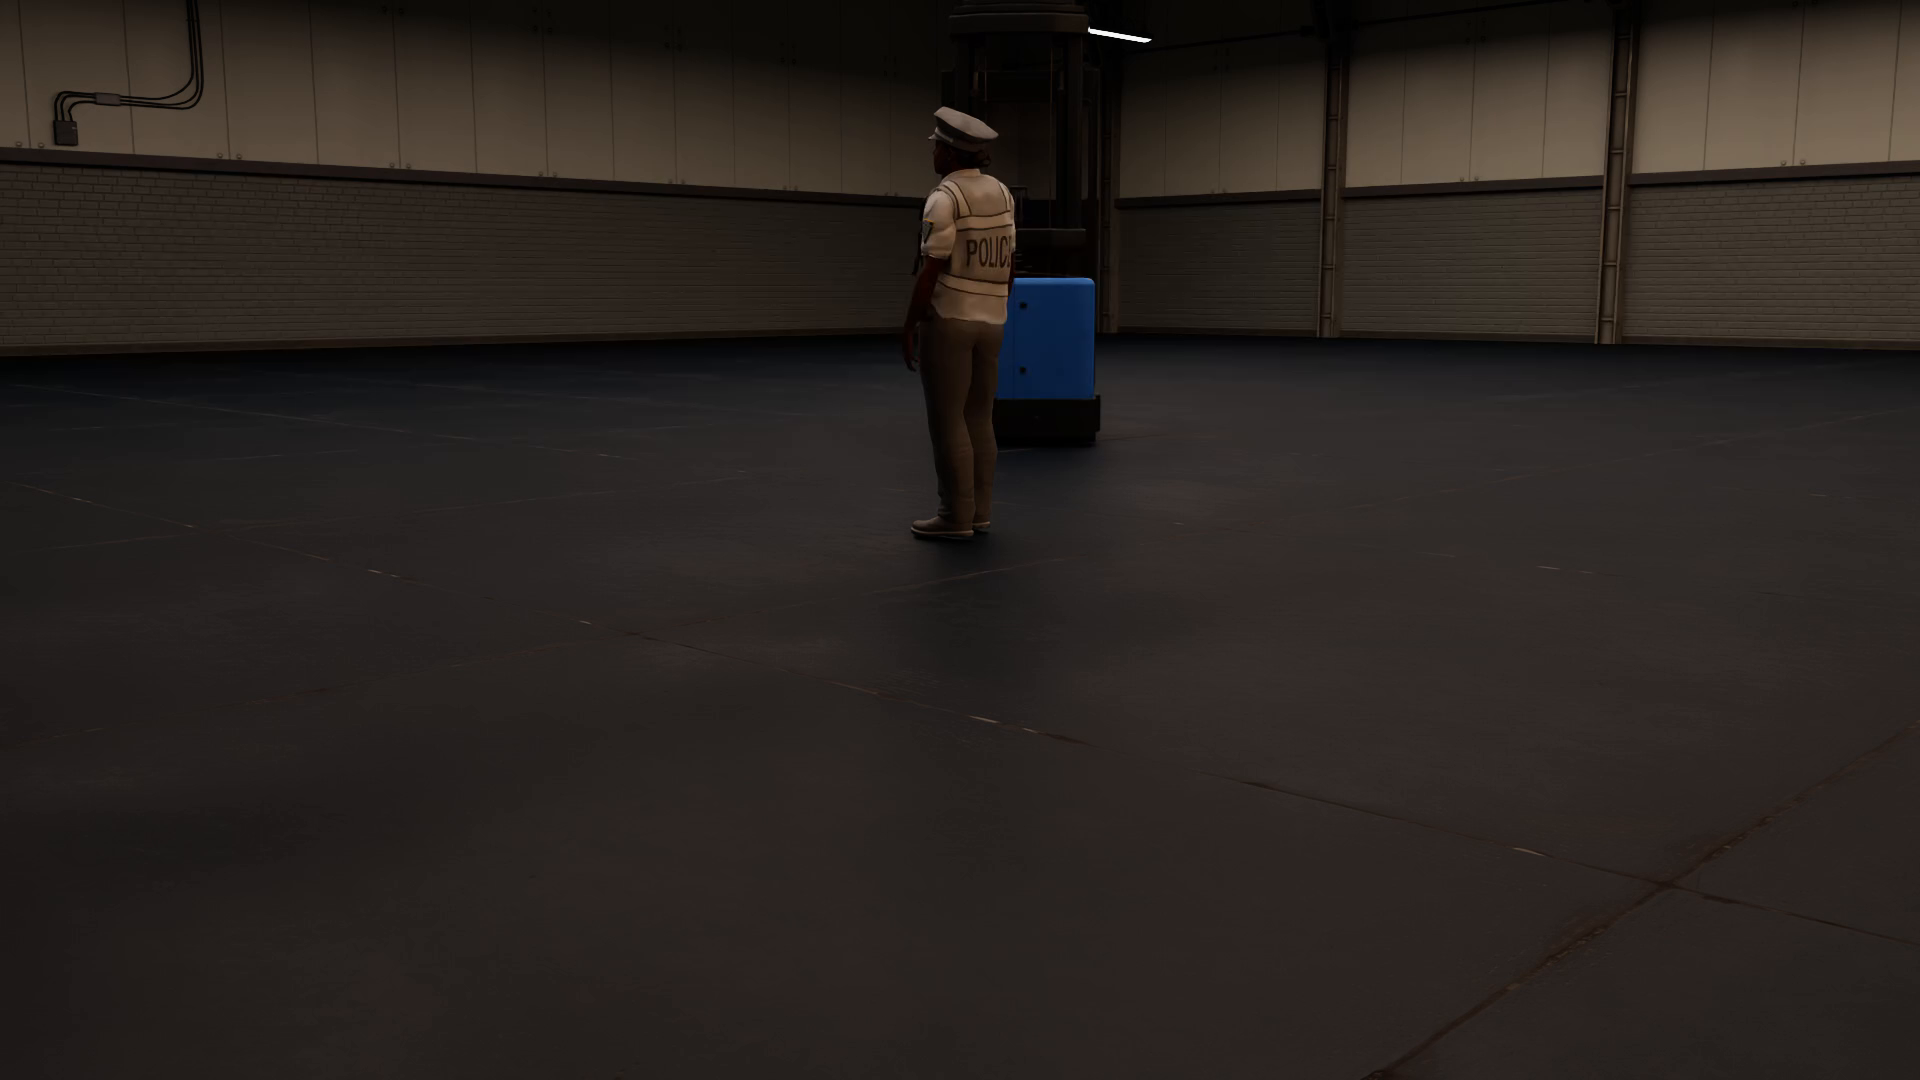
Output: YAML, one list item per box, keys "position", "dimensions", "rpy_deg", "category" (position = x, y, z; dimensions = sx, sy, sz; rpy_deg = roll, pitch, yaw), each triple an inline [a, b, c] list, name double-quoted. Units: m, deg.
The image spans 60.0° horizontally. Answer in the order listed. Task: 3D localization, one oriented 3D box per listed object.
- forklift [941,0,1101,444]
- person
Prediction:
- position: [0.427, -2.260, 11.884]
  dimensions: [1.130, 2.935, 3.031]
  rpy_deg: [0, 9, 3]
  category: "forklift"
- position: [-0.040, -0.855, 6.656]
  dimensions: [0.530, 1.695, 0.569]
  rpy_deg: [8, 12, 43]
  category: "person"
